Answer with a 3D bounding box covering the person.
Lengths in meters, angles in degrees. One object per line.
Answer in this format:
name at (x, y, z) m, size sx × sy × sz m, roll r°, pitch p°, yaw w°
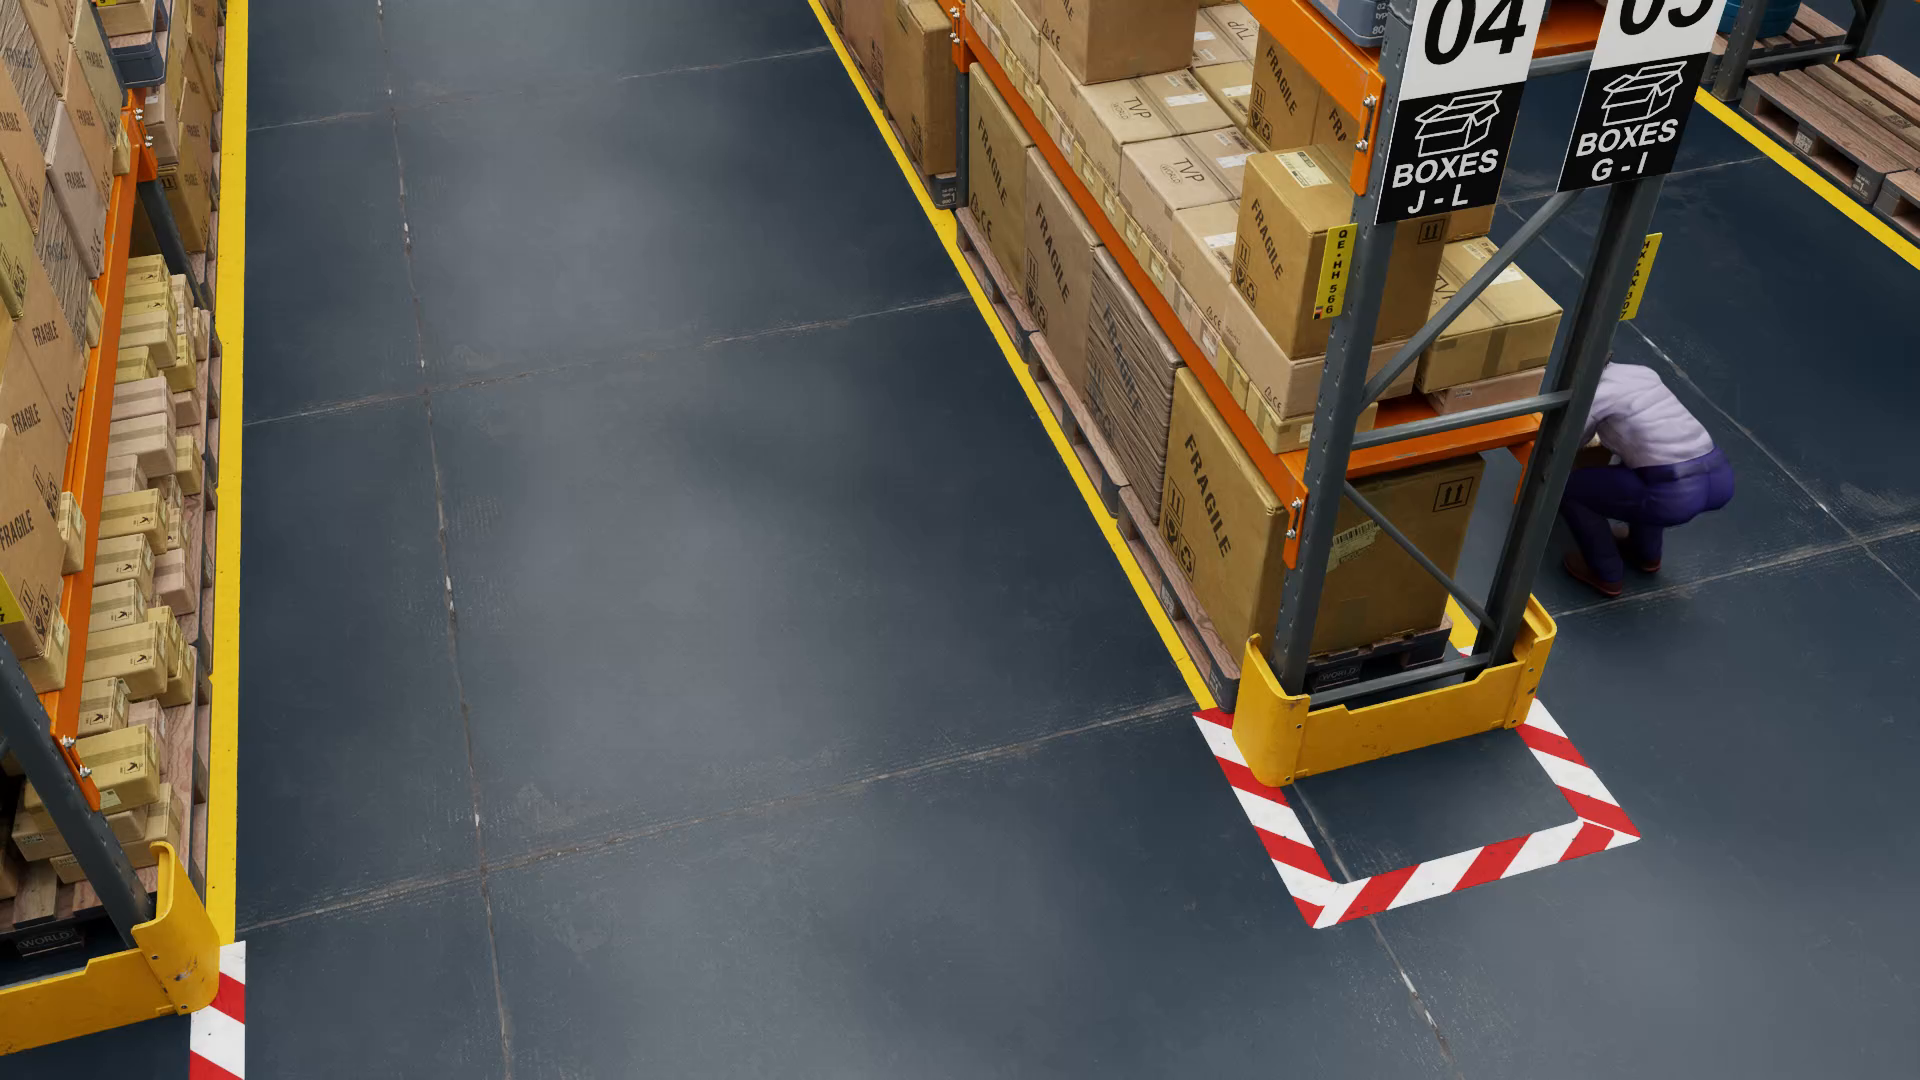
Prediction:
person at (2.782, -0.315, 7.048) m, size 0.514 × 0.935 × 0.792 m, roll -19°, pitch 46°, yaw -20°
